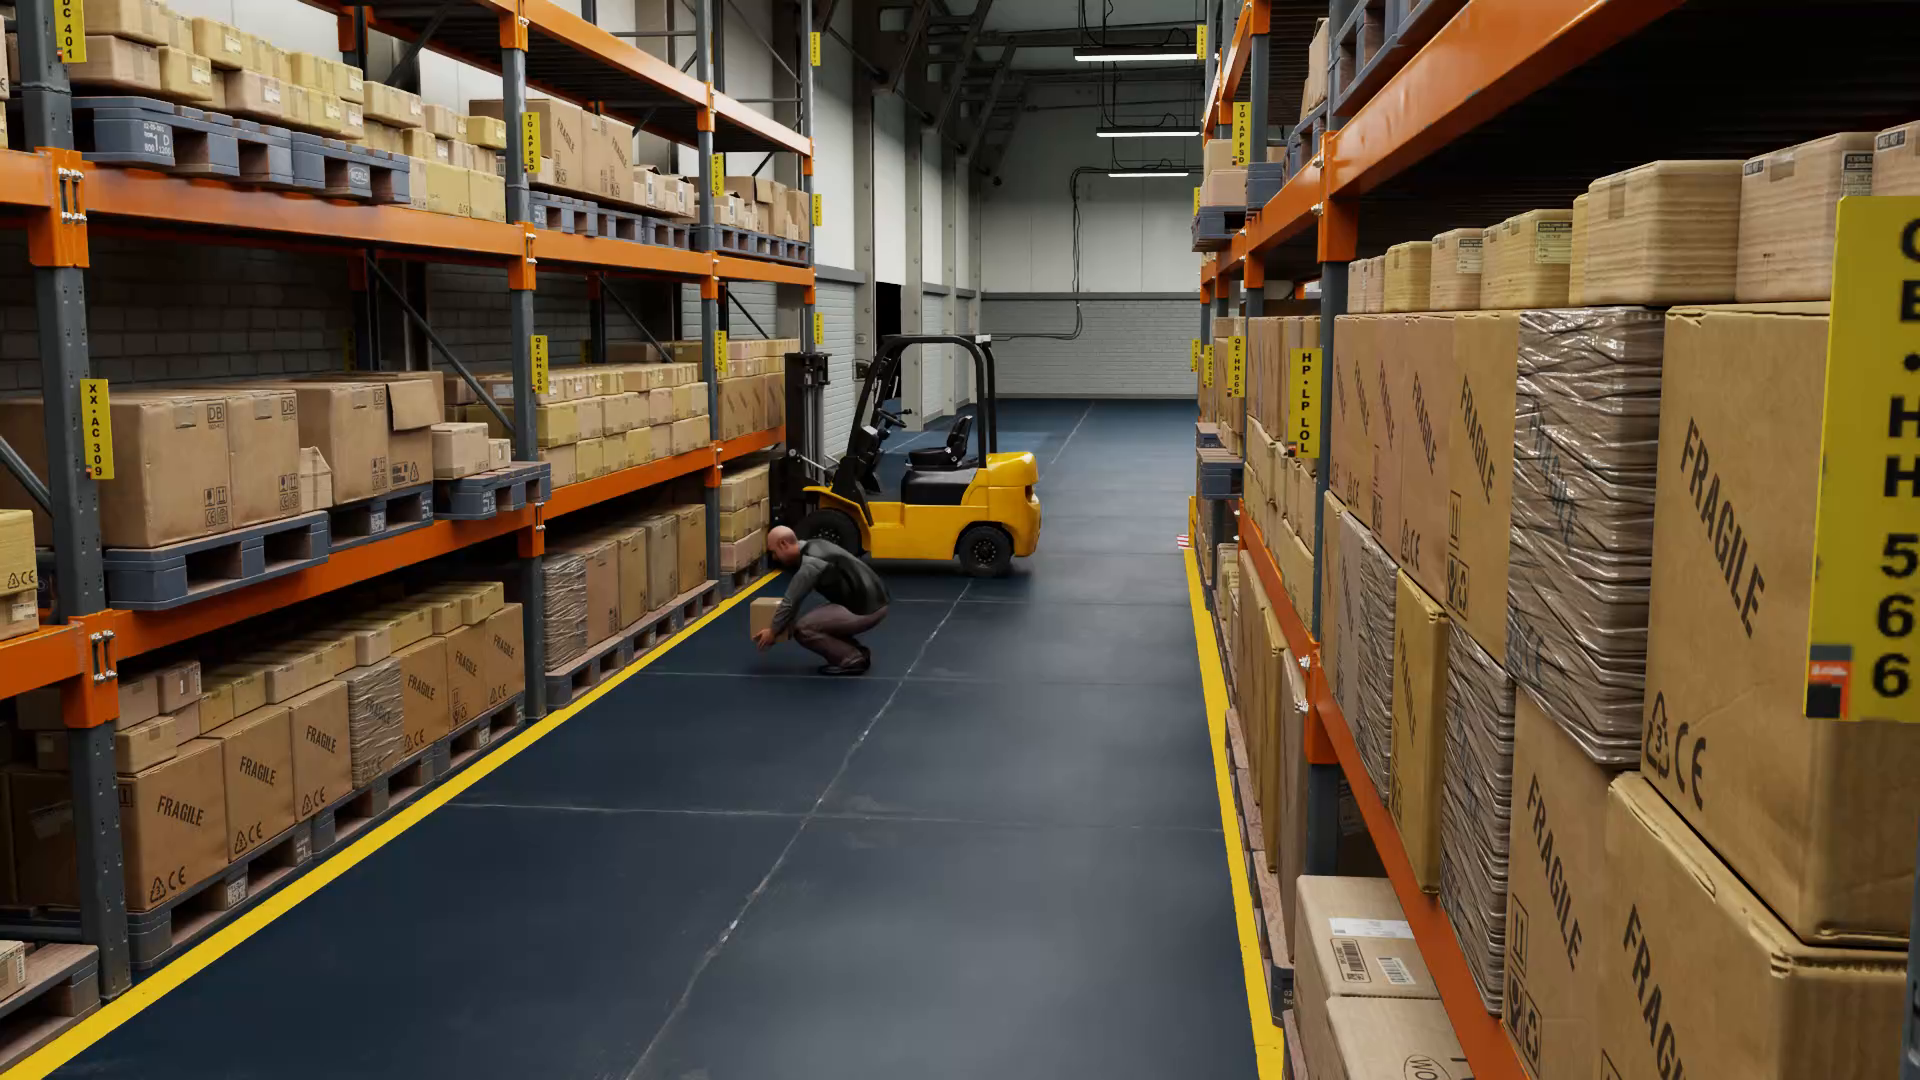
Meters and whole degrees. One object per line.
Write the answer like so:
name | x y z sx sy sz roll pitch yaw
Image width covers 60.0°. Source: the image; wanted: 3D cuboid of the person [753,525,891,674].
person | -0.902 0.382 10.924 0.879 0.970 0.519 1 8 5
